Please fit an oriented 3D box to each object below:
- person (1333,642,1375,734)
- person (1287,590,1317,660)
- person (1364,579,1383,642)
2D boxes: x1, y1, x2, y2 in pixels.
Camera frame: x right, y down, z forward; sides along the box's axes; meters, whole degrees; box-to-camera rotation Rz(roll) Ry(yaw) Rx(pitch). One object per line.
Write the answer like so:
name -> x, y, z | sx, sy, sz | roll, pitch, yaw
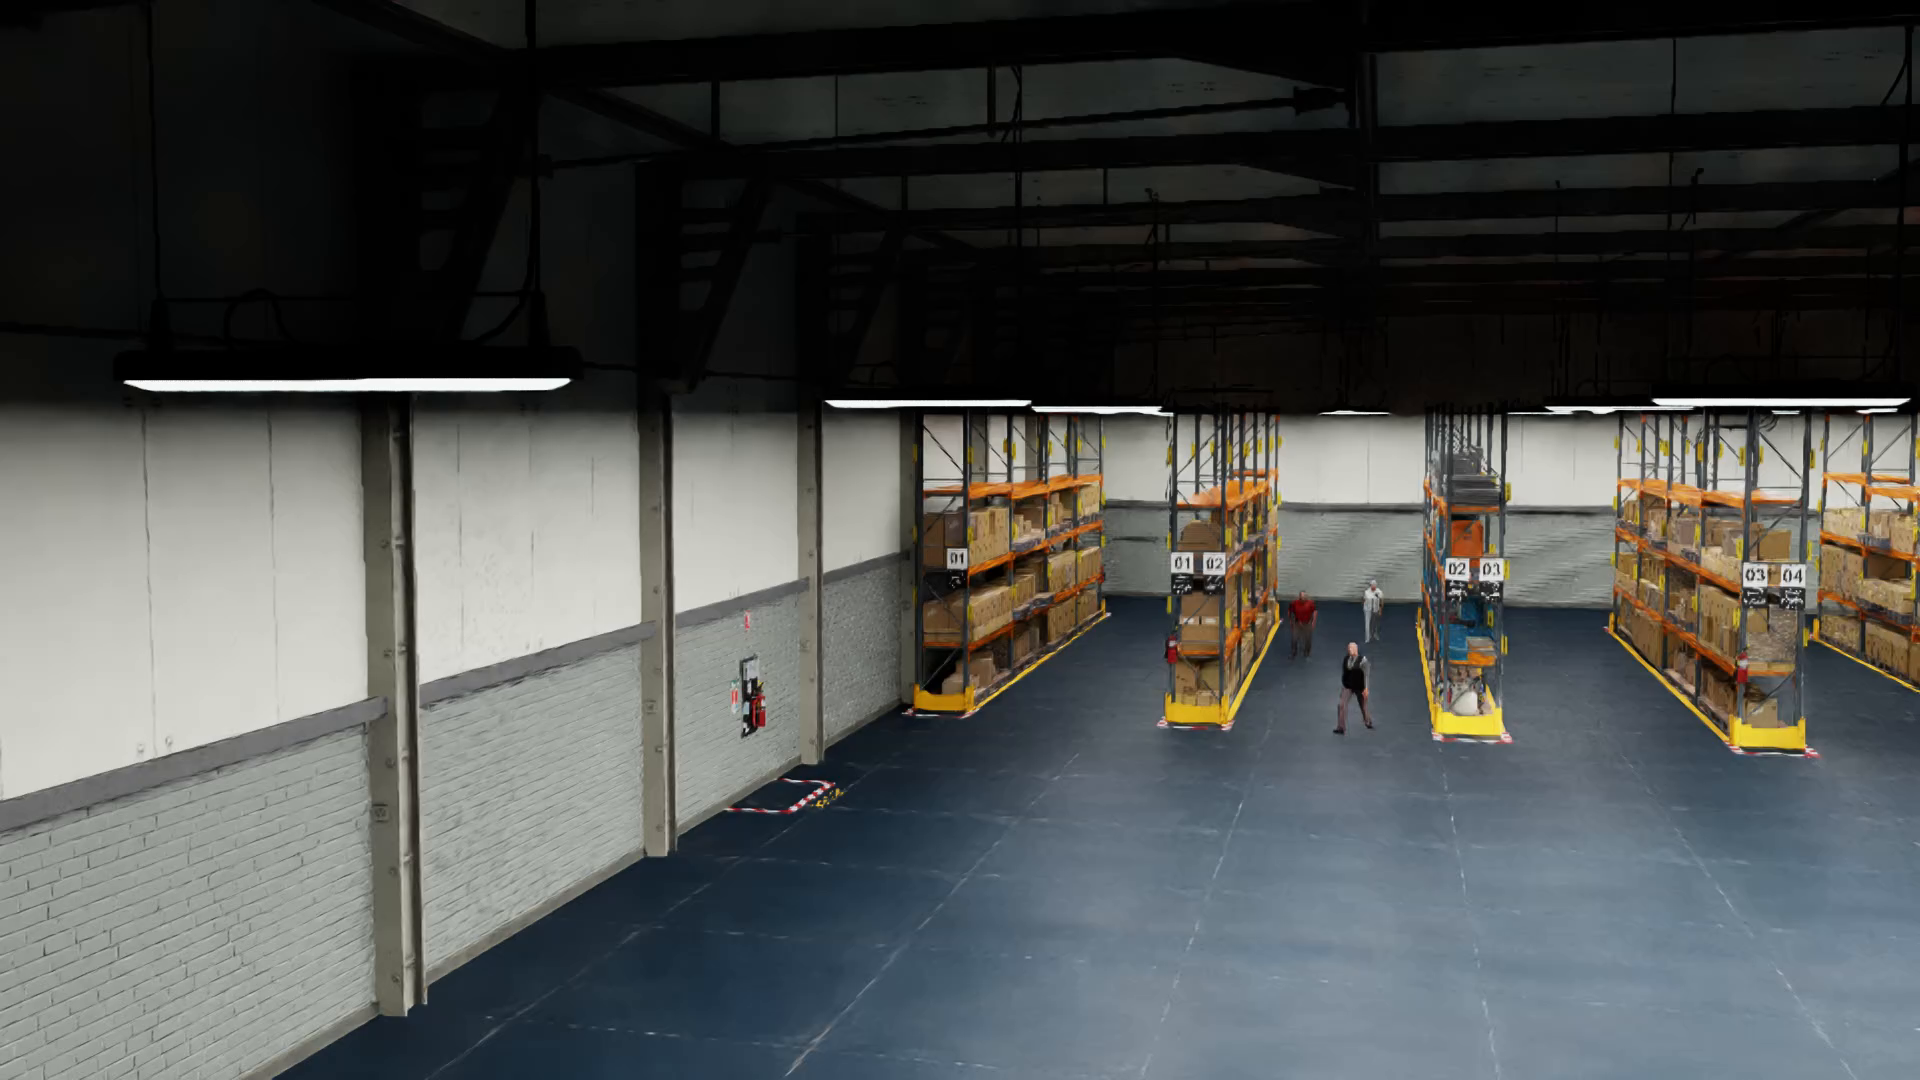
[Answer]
person -> 7.171, 2.671, 30.163 | 0.574, 1.666, 0.960 | 3, 5, 36
person -> 8.053, 2.000, 39.155 | 0.682, 1.676, 0.535 | 1, 4, 12
person -> 10.560, 1.782, 42.479 | 0.481, 1.583, 1.083 | 1, 4, 12
